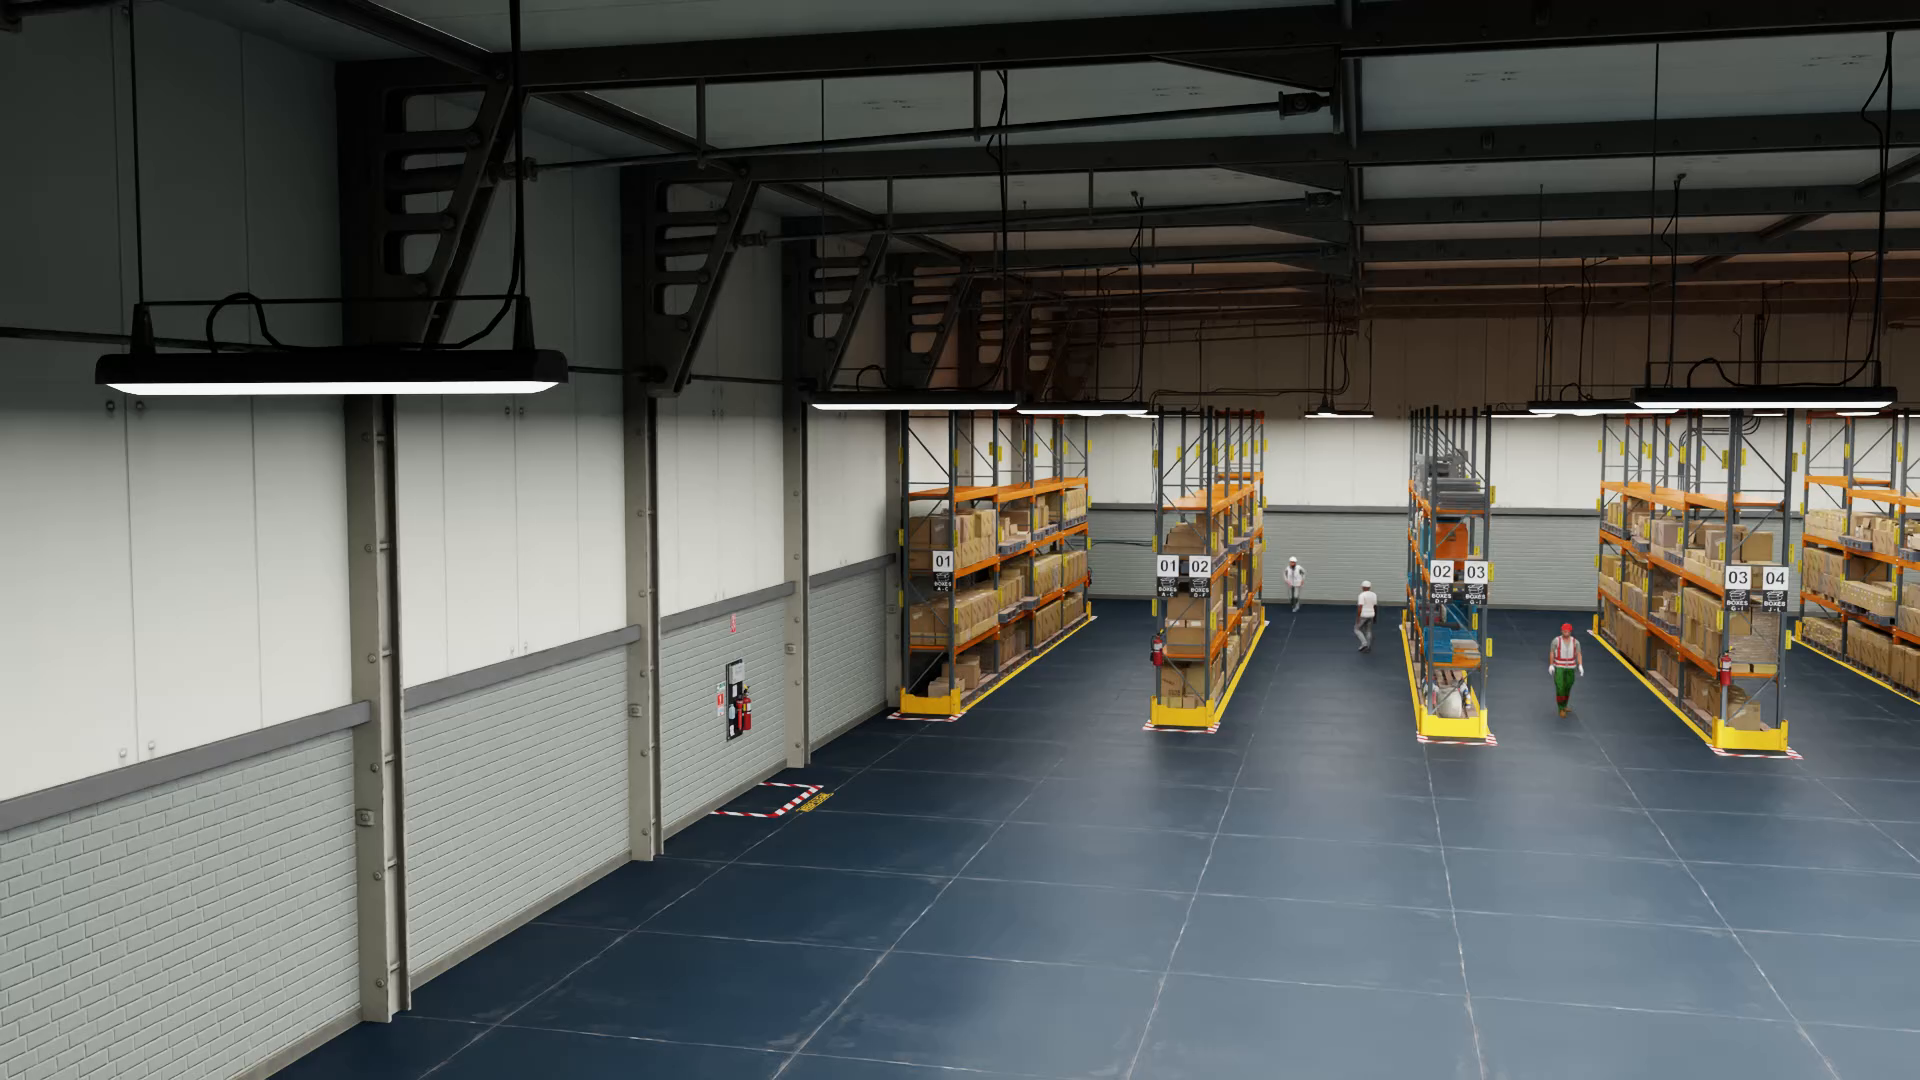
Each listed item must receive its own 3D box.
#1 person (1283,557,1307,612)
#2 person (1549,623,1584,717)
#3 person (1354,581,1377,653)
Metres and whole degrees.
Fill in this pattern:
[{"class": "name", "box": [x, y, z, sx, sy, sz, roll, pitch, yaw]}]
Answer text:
[{"class": "person", "box": [9.995, 1.326, 49.614, 0.692, 1.681, 0.716, 2, 4, 22]}, {"class": "person", "box": [11.807, 2.516, 32.394, 0.599, 1.804, 0.666, 0, 4, 5]}, {"class": "person", "box": [10.059, 1.894, 41.100, 0.602, 1.766, 0.467, -2, 5, -26]}]
